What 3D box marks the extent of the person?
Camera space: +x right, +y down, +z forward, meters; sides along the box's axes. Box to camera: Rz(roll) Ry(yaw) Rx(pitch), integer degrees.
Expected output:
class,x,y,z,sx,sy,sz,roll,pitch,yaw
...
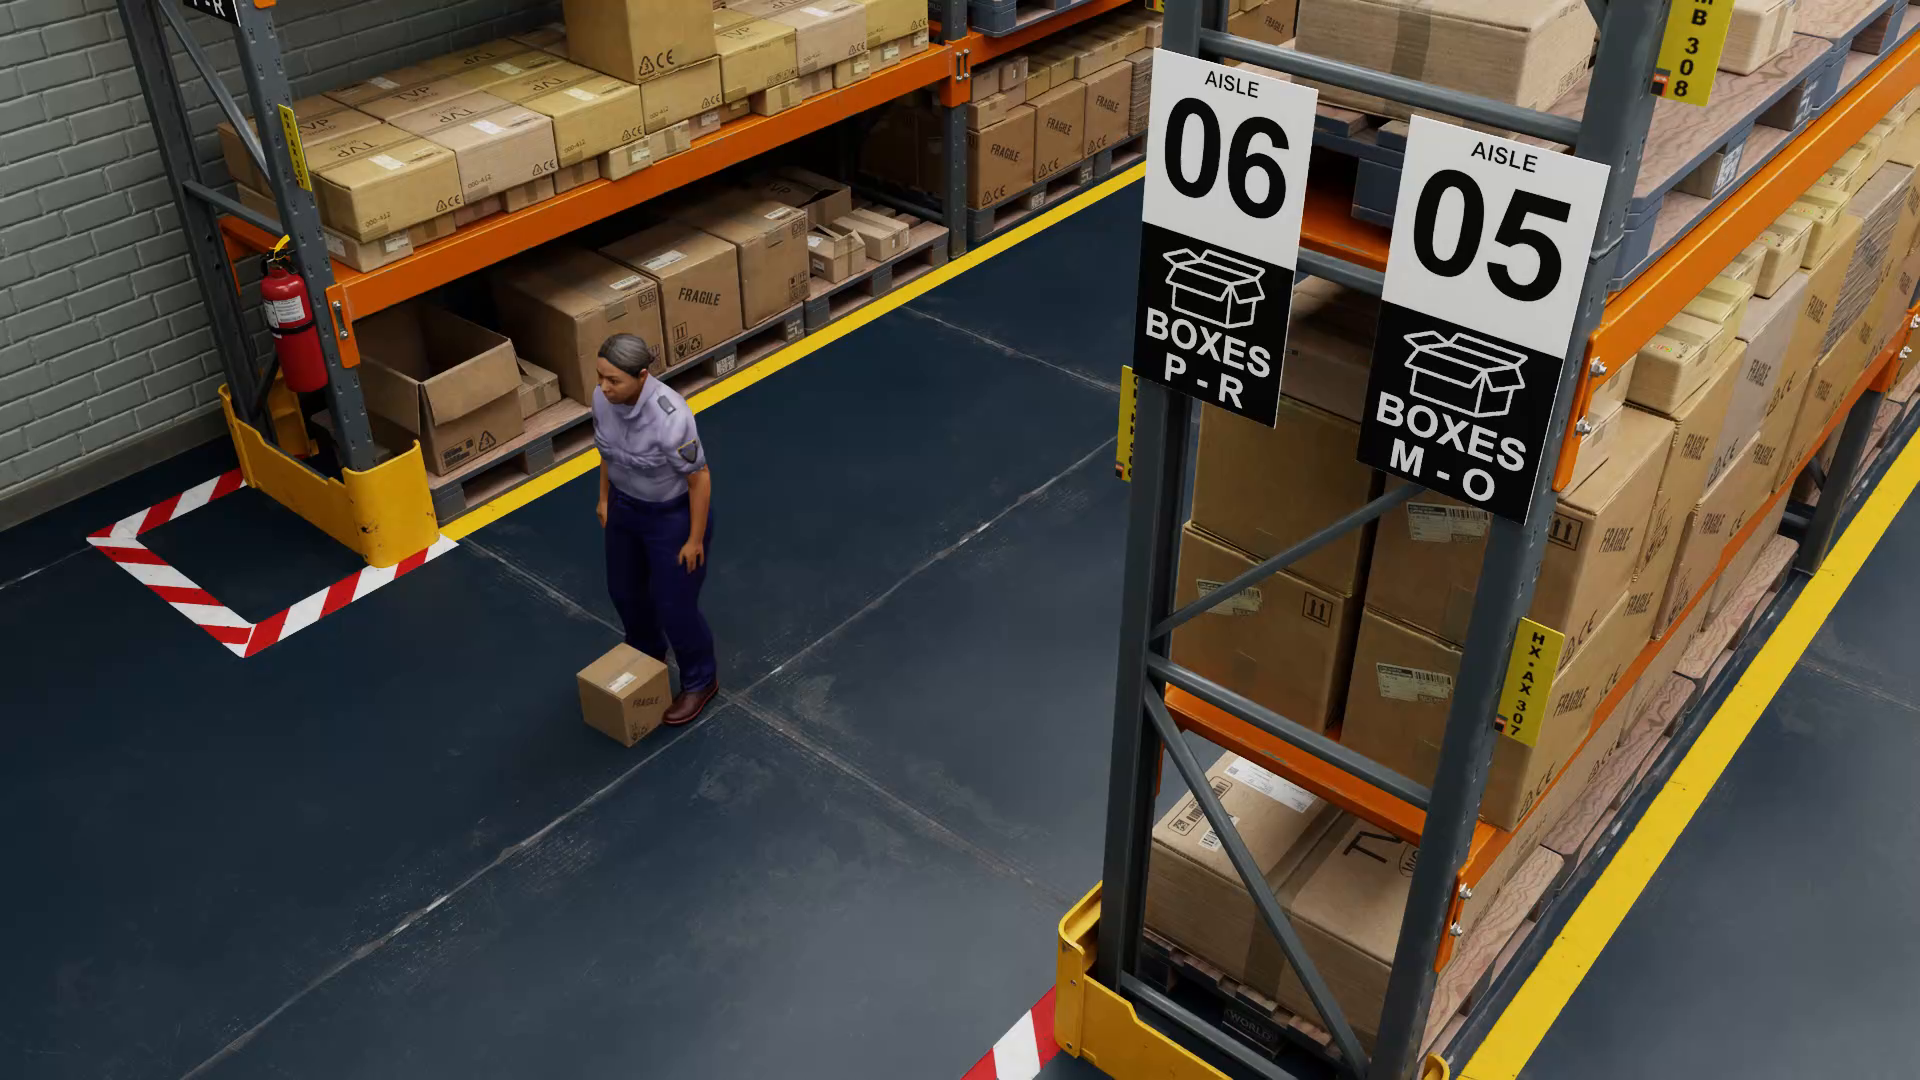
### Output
class,x,y,z,sx,sy,sz,roll,pitch,yaw
person,-1.162,-0.075,6.259,0.555,1.650,0.370,23,41,29
